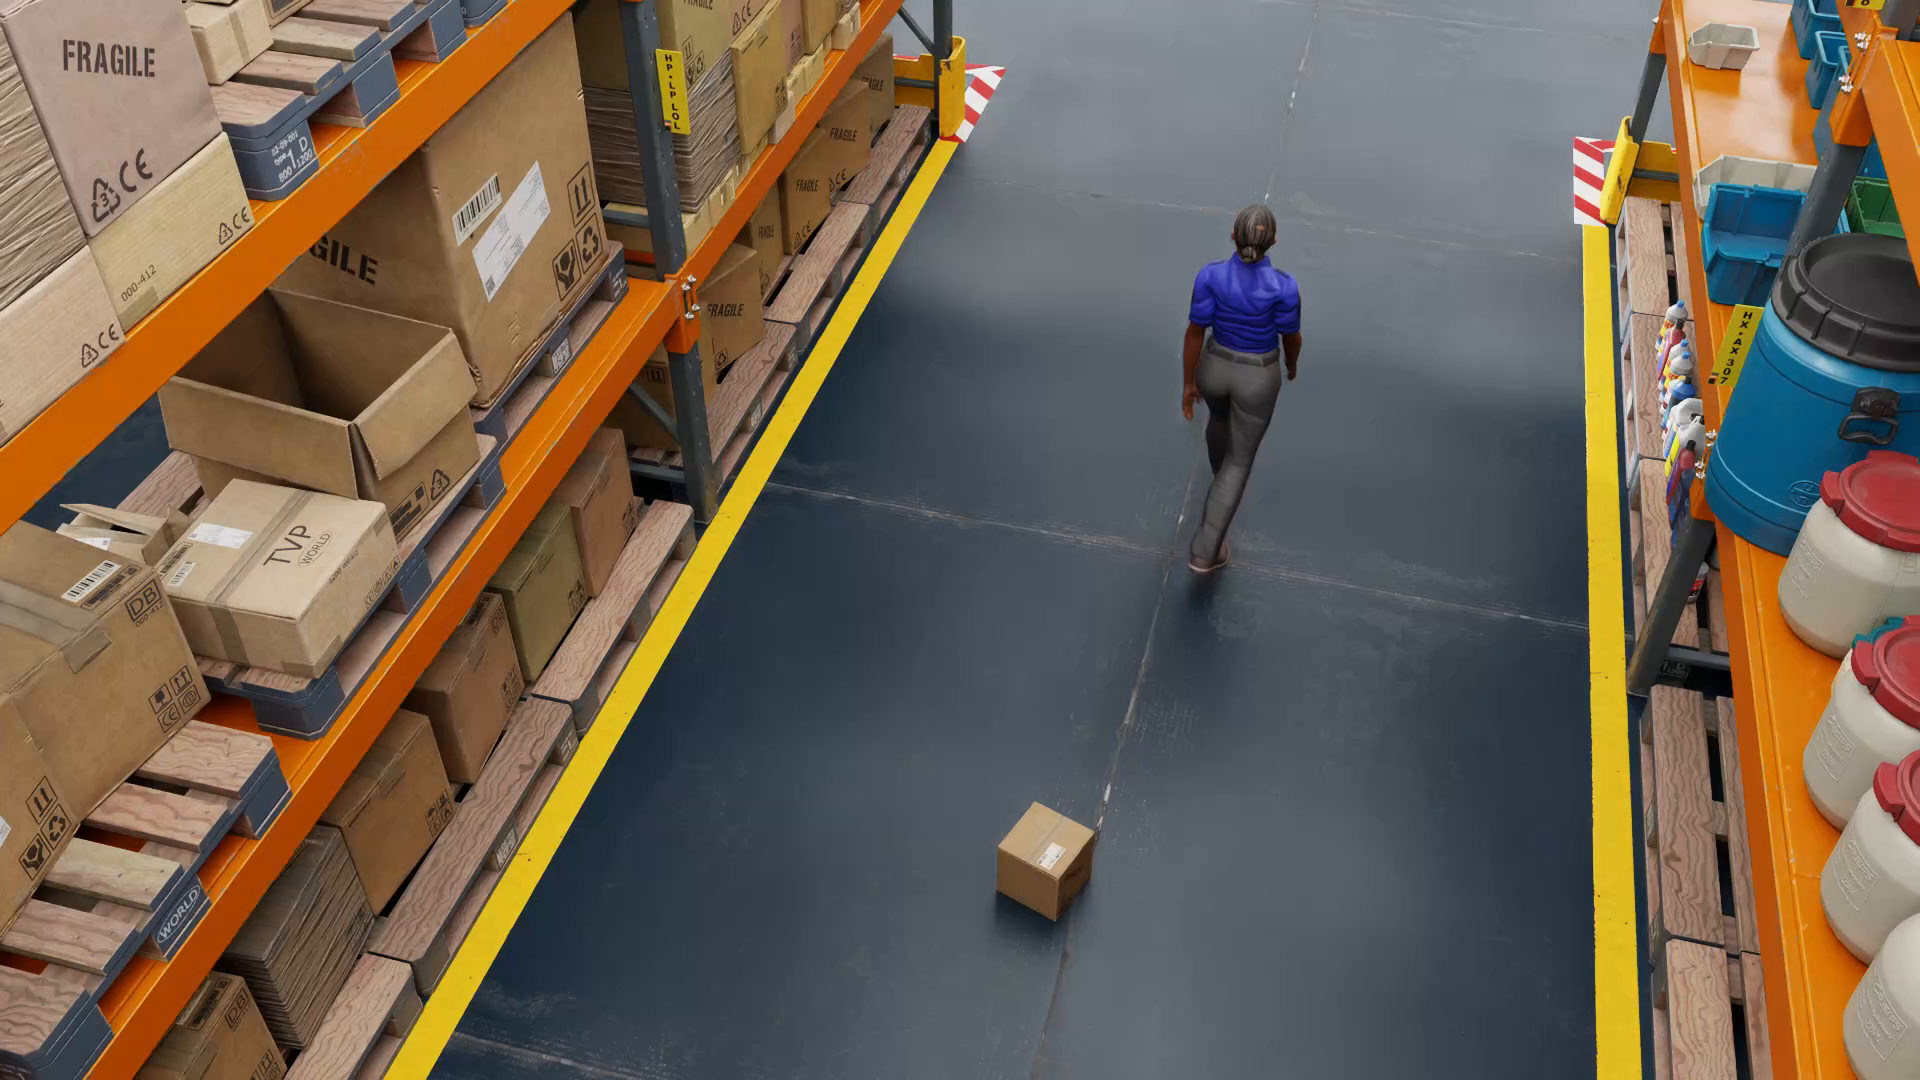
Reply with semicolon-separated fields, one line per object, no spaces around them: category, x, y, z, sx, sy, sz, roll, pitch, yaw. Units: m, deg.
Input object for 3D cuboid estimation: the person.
person;1.171;-0.695;6.949;0.445;1.599;1.020;19;45;20
